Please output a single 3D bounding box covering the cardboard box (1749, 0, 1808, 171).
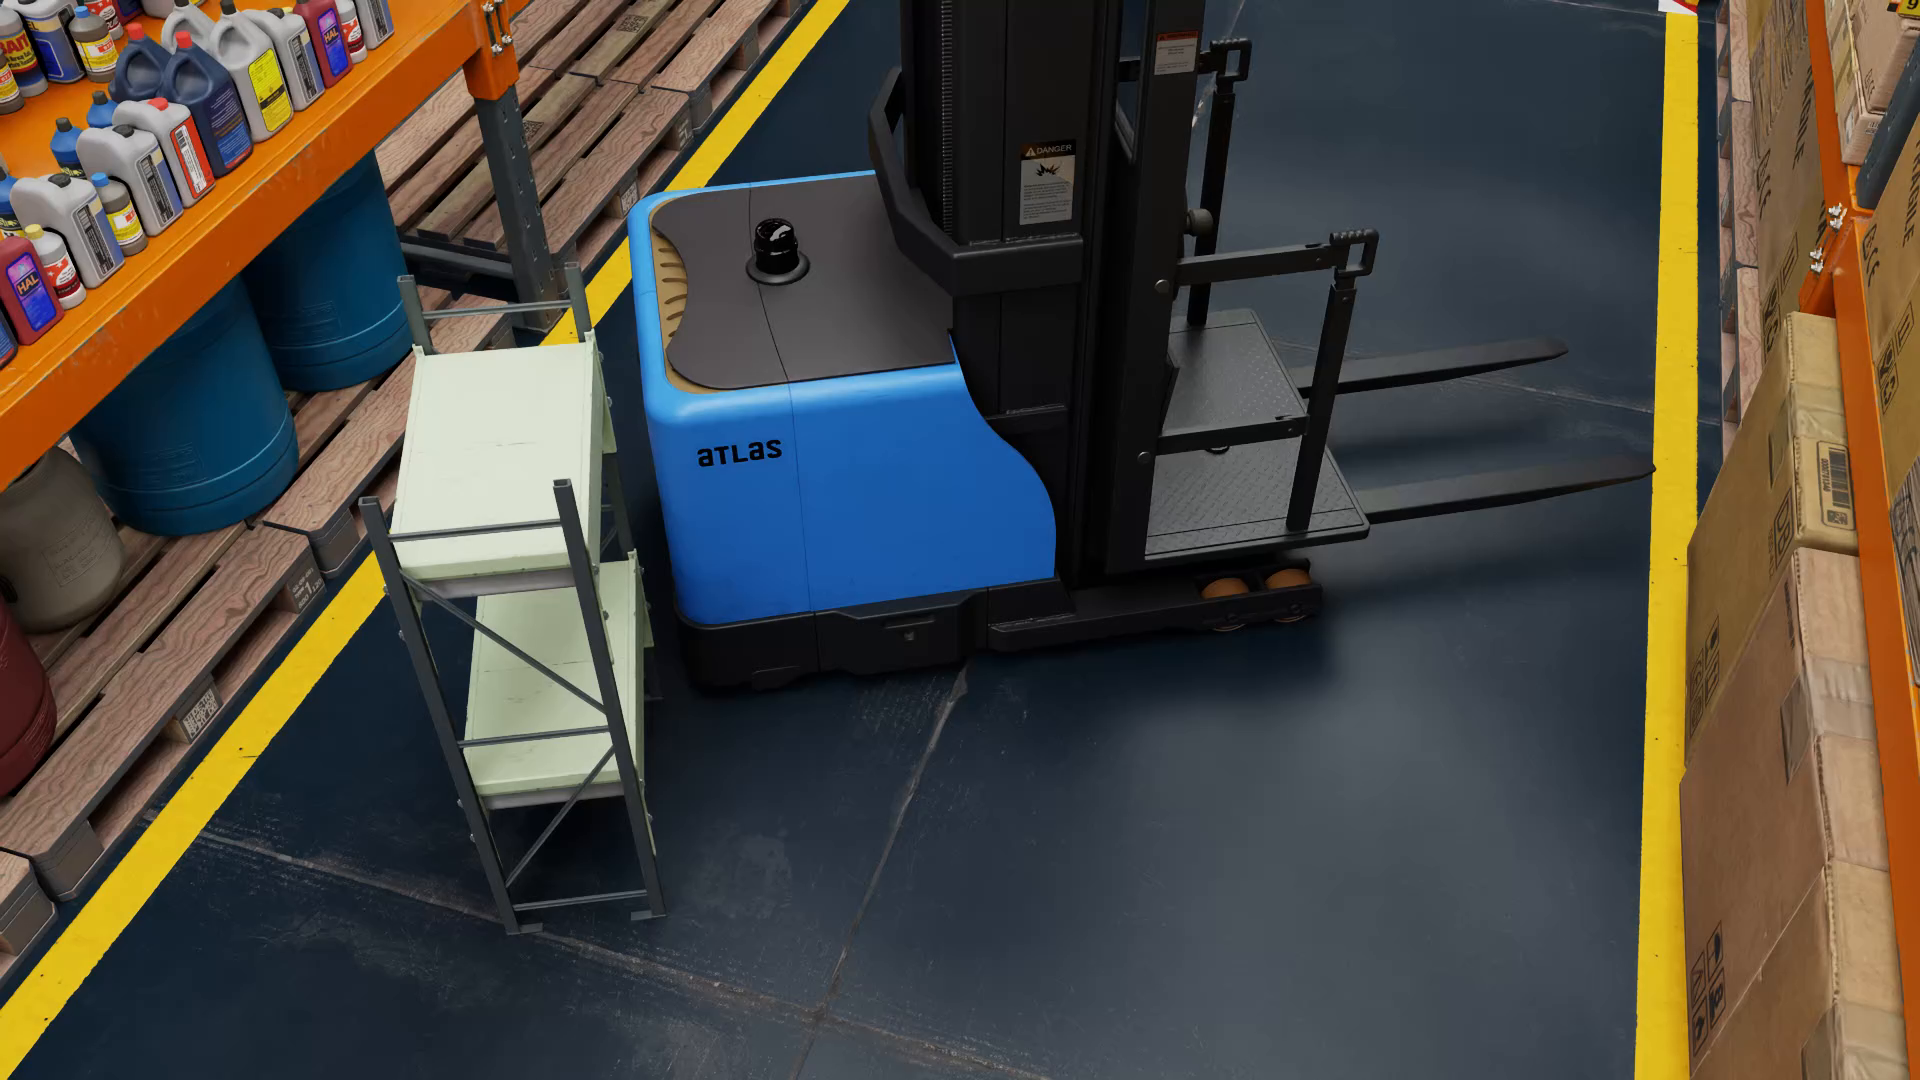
[{"bbox_3d":[3.592,-1.915,6.281,0.875,0.875,0.875,13,46,13],"label":"cardboard box"}]

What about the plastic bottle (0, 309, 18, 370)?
[{"bbox_3d":[-2.246,-0.523,3.675,0.144,0.351,0.185,13,46,13],"label":"plastic bottle"}]

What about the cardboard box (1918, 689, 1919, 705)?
[{"bbox_3d":[1.942,0.324,2.702,0.500,0.500,0.500,13,46,13],"label":"cardboard box"}]

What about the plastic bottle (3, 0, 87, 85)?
[{"bbox_3d":[-2.560,-1.441,4.666,0.152,0.276,0.135,13,46,13],"label":"plastic bottle"}]

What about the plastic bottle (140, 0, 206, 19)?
[{"bbox_3d":[-2.374,-1.746,4.925,0.144,0.351,0.185,13,46,13],"label":"plastic bottle"}]

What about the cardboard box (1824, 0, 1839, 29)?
[{"bbox_3d":[2.788,-1.605,4.925,0.380,0.149,0.250,13,46,13],"label":"cardboard box"}]

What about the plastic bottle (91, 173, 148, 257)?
[{"bbox_3d":[-2.071,-0.802,4.067,0.097,0.201,0.097,0,44,0],"label":"plastic bottle"}]

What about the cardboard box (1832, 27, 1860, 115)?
[{"bbox_3d":[2.632,-1.263,4.575,0.380,0.149,0.250,13,46,13],"label":"cardboard box"}]

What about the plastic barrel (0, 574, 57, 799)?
[{"bbox_3d":[-2.684,0.339,4.183,0.600,0.588,0.708,13,46,13],"label":"plastic barrel"}]

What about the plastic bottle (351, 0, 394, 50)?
[{"bbox_3d":[-1.758,-1.581,4.810,0.152,0.276,0.135,13,46,13],"label":"plastic bottle"}]

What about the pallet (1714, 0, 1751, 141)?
[{"bbox_3d":[3.818,-2.028,7.171,1.003,0.211,1.213,13,46,13],"label":"pallet"}]

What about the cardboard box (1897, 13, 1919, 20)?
[{"bbox_3d":[2.658,-1.592,4.090,0.500,0.500,0.500,14,46,14],"label":"cardboard box"}]

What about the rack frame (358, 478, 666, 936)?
[{"bbox_3d":[-0.952,0.443,3.725,0.400,1.500,0.023,-6,45,-6],"label":"rack frame"}]

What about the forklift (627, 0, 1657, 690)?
[{"bbox_3d":[0.612,-1.131,4.310,3.031,2.935,1.130,-8,45,-8],"label":"forklift"}]

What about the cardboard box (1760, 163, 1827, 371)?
[{"bbox_3d":[3.050,-0.722,5.062,0.875,0.875,0.875,13,46,13],"label":"cardboard box"}]

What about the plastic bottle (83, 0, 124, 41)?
[{"bbox_3d":[-2.522,-1.562,4.844,0.097,0.201,0.097,0,44,0],"label":"plastic bottle"}]

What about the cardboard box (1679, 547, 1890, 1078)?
[{"bbox_3d":[2.330,0.728,3.580,1.225,0.875,0.875,11,45,11],"label":"cardboard box"}]

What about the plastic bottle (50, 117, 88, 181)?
[{"bbox_3d":[-2.186,-0.924,4.142,0.097,0.271,0.097,0,44,0],"label":"plastic bottle"}]

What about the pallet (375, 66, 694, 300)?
[{"bbox_3d":[-1.761,-1.459,6.590,1.003,0.211,1.213,13,46,13],"label":"pallet"}]

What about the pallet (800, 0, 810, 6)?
[{"bbox_3d":[-1.022,-3.085,8.252,1.003,0.211,1.213,13,46,13],"label":"pallet"}]

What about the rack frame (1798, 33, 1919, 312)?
[{"bbox_3d":[2.774,-0.908,4.033,1.000,3.000,0.127,13,46,13],"label":"rack frame"}]

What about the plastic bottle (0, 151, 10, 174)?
[{"bbox_3d":[-2.585,-1.035,4.252,0.152,0.276,0.135,13,46,13],"label":"plastic bottle"}]

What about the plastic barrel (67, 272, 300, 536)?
[{"bbox_3d":[-2.342,-0.526,4.843,0.600,0.901,0.708,13,46,13],"label":"plastic barrel"}]

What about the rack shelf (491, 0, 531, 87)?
[{"bbox_3d":[-1.341,-3.033,6.719,1.077,0.370,4.000,13,46,13],"label":"rack shelf"}]

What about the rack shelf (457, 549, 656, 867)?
[{"bbox_3d":[-1.003,0.422,4.212,0.431,0.370,0.720,-6,45,-6],"label":"rack shelf"}]

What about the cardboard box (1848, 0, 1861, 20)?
[{"bbox_3d":[2.812,-1.656,4.692,0.500,0.250,0.500,14,46,14],"label":"cardboard box"}]

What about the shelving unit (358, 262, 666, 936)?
[{"bbox_3d":[-1.003,0.189,3.984,0.431,1.500,0.755,-6,45,-6],"label":"shelving unit"}]

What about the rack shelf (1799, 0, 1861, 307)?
[{"bbox_3d":[3.380,-1.984,5.647,1.077,0.370,4.000,13,46,13],"label":"rack shelf"}]

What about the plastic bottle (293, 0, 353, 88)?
[{"bbox_3d":[-1.784,-1.420,4.640,0.061,0.283,0.133,13,46,13],"label":"plastic bottle"}]

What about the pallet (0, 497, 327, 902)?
[{"bbox_3d":[-2.587,0.361,4.730,1.003,0.211,1.213,13,46,13],"label":"pallet"}]

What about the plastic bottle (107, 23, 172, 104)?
[{"bbox_3d":[-2.106,-1.165,4.331,0.144,0.351,0.185,13,46,13],"label":"plastic bottle"}]

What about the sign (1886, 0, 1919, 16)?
[{"bbox_3d":[2.245,-1.362,3.822,0.100,0.325,0.005,13,46,13],"label":"sign"}]

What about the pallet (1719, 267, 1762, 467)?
[{"bbox_3d":[3.079,-0.401,5.509,1.003,0.211,1.213,13,46,13],"label":"pallet"}]

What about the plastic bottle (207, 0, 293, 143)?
[{"bbox_3d":[-1.913,-1.257,4.425,0.144,0.351,0.185,13,46,13],"label":"plastic bottle"}]

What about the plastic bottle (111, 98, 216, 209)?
[{"bbox_3d":[-2.021,-1.002,4.218,0.152,0.276,0.135,13,46,13],"label":"plastic bottle"}]

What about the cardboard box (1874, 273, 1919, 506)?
[{"bbox_3d":[2.245,-0.355,3.396,0.500,0.500,0.500,13,46,13],"label":"cardboard box"}]

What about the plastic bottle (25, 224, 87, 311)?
[{"bbox_3d":[-2.141,-0.648,3.909,0.097,0.201,0.097,0,44,0],"label":"plastic bottle"}]

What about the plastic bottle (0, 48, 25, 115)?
[{"bbox_3d":[-2.651,-1.278,4.553,0.097,0.201,0.097,0,44,0],"label":"plastic bottle"}]
